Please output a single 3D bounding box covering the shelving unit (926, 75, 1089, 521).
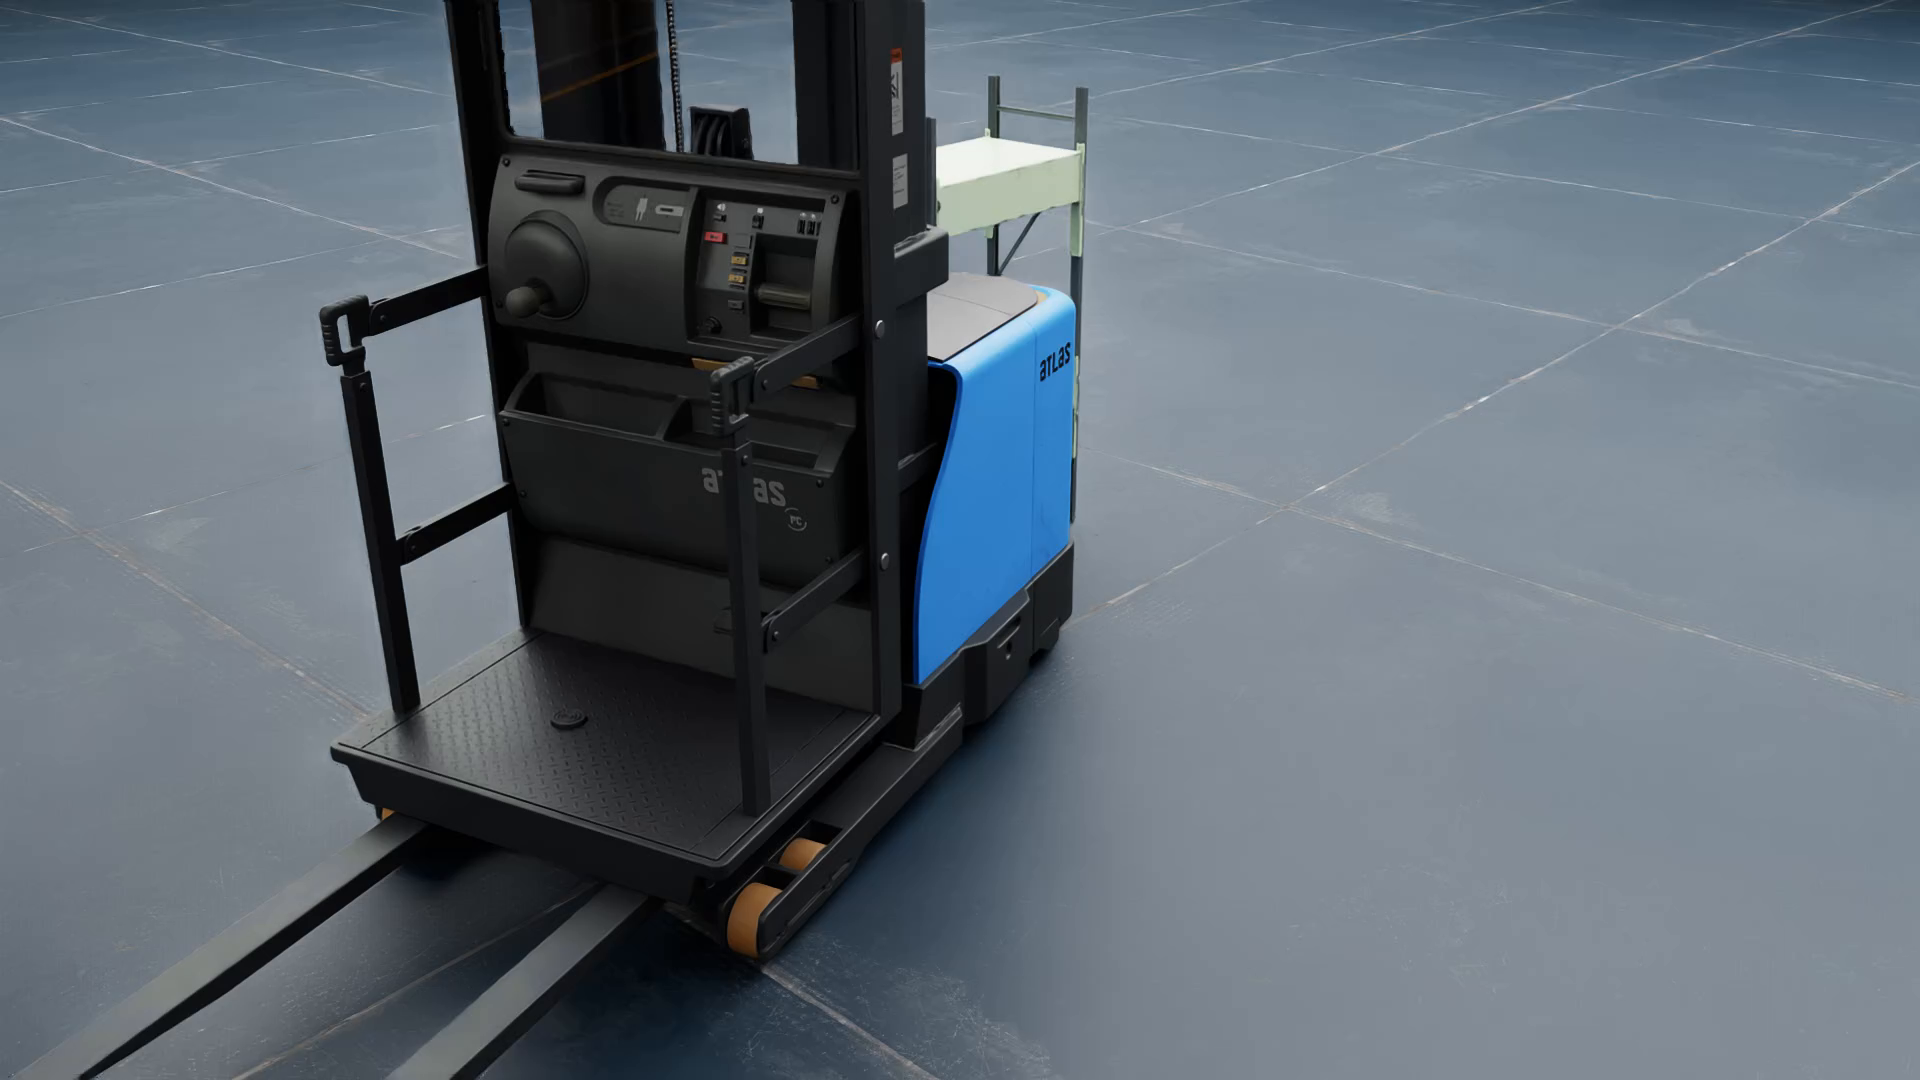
[{"bbox_3d":[0.013,-0.697,5.472,0.431,1.500,0.755,20,31,37],"label":"shelving unit"}]

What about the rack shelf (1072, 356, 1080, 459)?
[{"bbox_3d":[0.013,-0.400,5.606,0.431,0.370,0.720,20,31,37],"label":"rack shelf"}]

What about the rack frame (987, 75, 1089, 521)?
[{"bbox_3d":[0.252,-0.811,5.725,0.400,1.500,0.023,20,31,37],"label":"rack frame"}]

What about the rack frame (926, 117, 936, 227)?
[{"bbox_3d":[-0.227,-0.584,5.220,0.400,1.500,0.023,20,31,37],"label":"rack frame"}]

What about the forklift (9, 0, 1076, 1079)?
[{"bbox_3d":[-0.762,-0.615,3.539,1.130,2.935,3.031,11,27,24],"label":"forklift"}]

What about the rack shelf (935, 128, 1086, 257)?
[{"bbox_3d":[0.013,-1.054,5.313,0.431,0.370,0.720,20,31,37],"label":"rack shelf"}]
